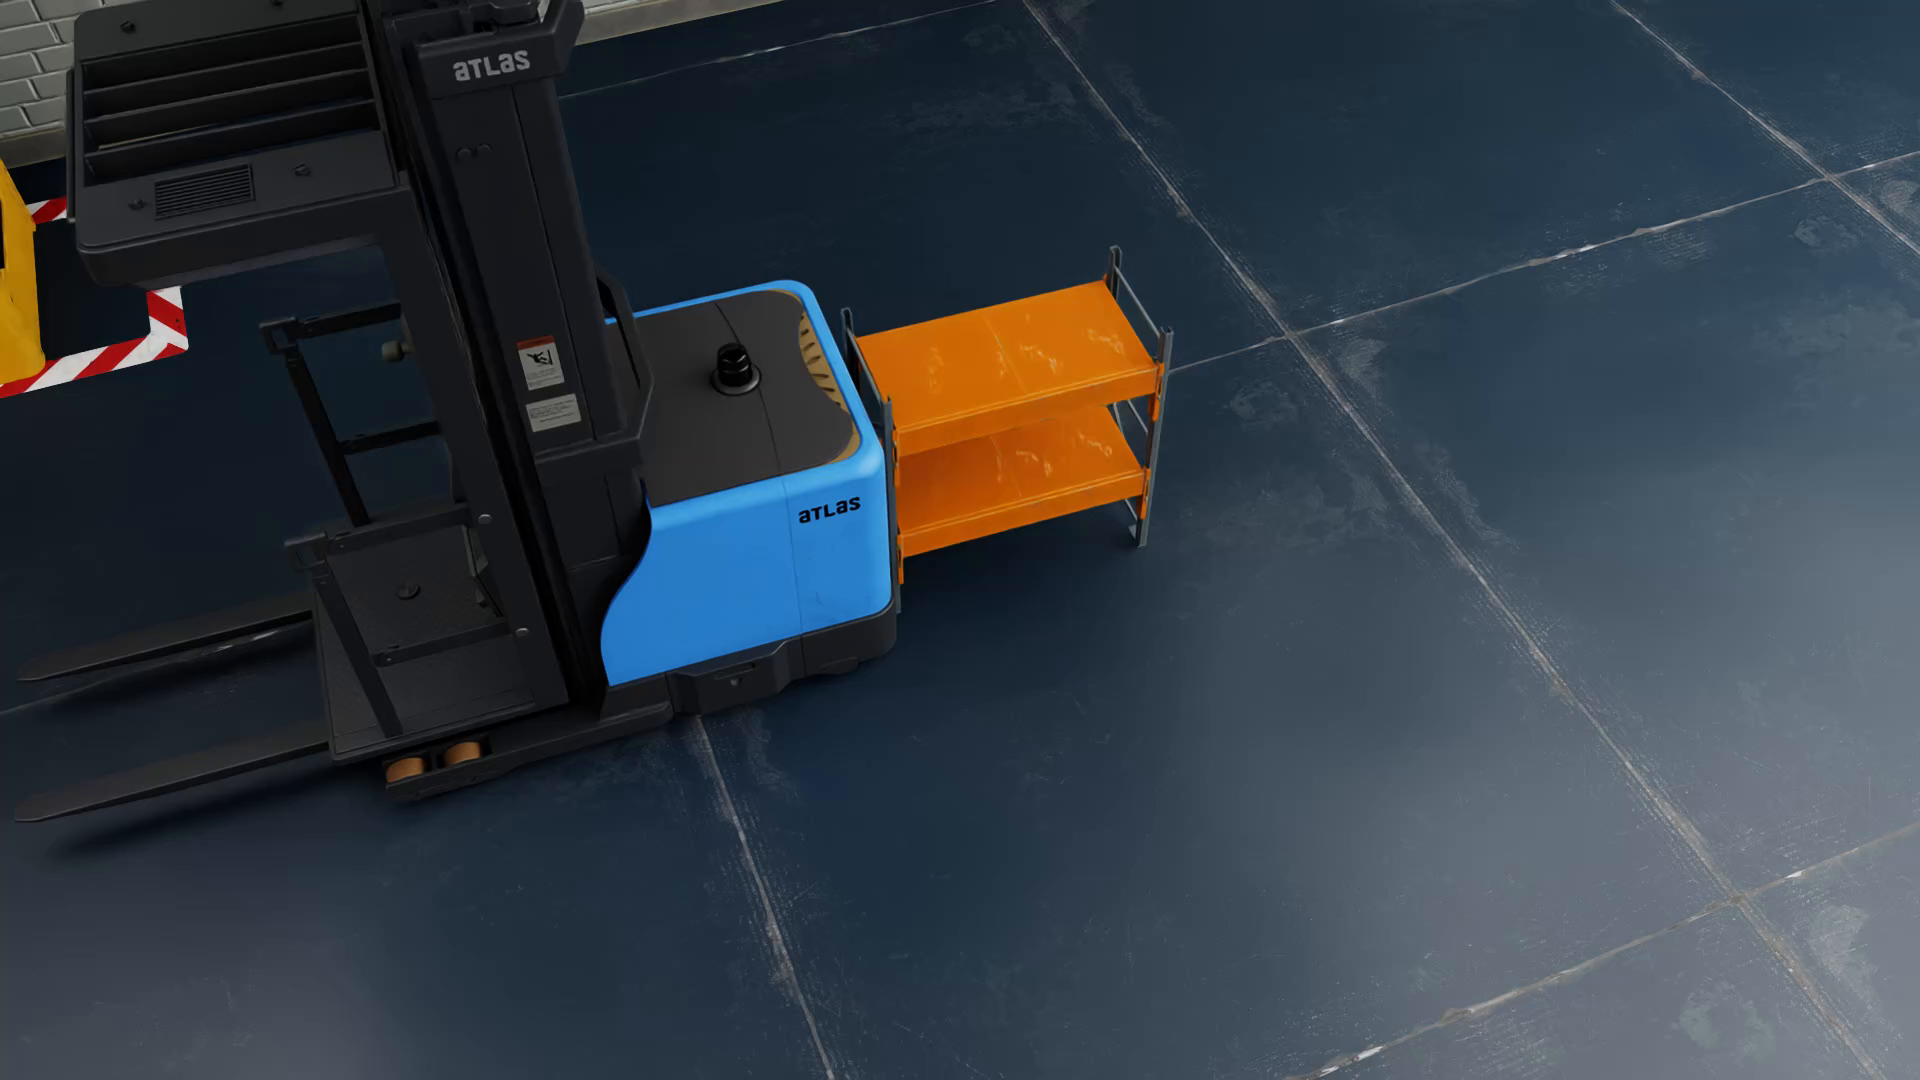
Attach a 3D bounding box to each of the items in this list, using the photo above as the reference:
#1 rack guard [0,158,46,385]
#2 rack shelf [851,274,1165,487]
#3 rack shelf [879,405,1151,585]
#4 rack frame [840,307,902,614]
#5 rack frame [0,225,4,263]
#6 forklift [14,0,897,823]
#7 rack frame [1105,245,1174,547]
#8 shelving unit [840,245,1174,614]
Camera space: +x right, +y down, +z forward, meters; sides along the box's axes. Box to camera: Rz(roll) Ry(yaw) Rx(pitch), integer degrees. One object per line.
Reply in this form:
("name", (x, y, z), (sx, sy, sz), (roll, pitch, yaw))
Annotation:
("rack guard", (-4.344, -1.247, 7.332), (0.348, 0.500, 1.175), (-17, 52, -14))
("rack shelf", (0.159, -0.582, 5.963), (1.000, 0.278, 0.538), (-15, 51, -12))
("rack shelf", (0.159, -0.232, 6.371), (1.000, 0.278, 0.538), (-15, 51, -12))
("rack frame", (-0.321, -0.264, 6.076), (0.032, 1.125, 0.500), (-15, 51, -12))
("rack frame", (-4.366, -2.054, 6.378), (0.127, 3.000, 1.000), (-17, 52, -14))
("forklift", (-1.808, -0.497, 5.086), (3.031, 2.935, 1.130), (-15, 51, -12))
("rack frame", (0.638, -0.520, 6.295), (0.032, 1.125, 0.500), (-15, 51, -12))
("shelving unit", (0.159, -0.392, 6.186), (1.048, 1.125, 0.538), (-15, 51, -12))
